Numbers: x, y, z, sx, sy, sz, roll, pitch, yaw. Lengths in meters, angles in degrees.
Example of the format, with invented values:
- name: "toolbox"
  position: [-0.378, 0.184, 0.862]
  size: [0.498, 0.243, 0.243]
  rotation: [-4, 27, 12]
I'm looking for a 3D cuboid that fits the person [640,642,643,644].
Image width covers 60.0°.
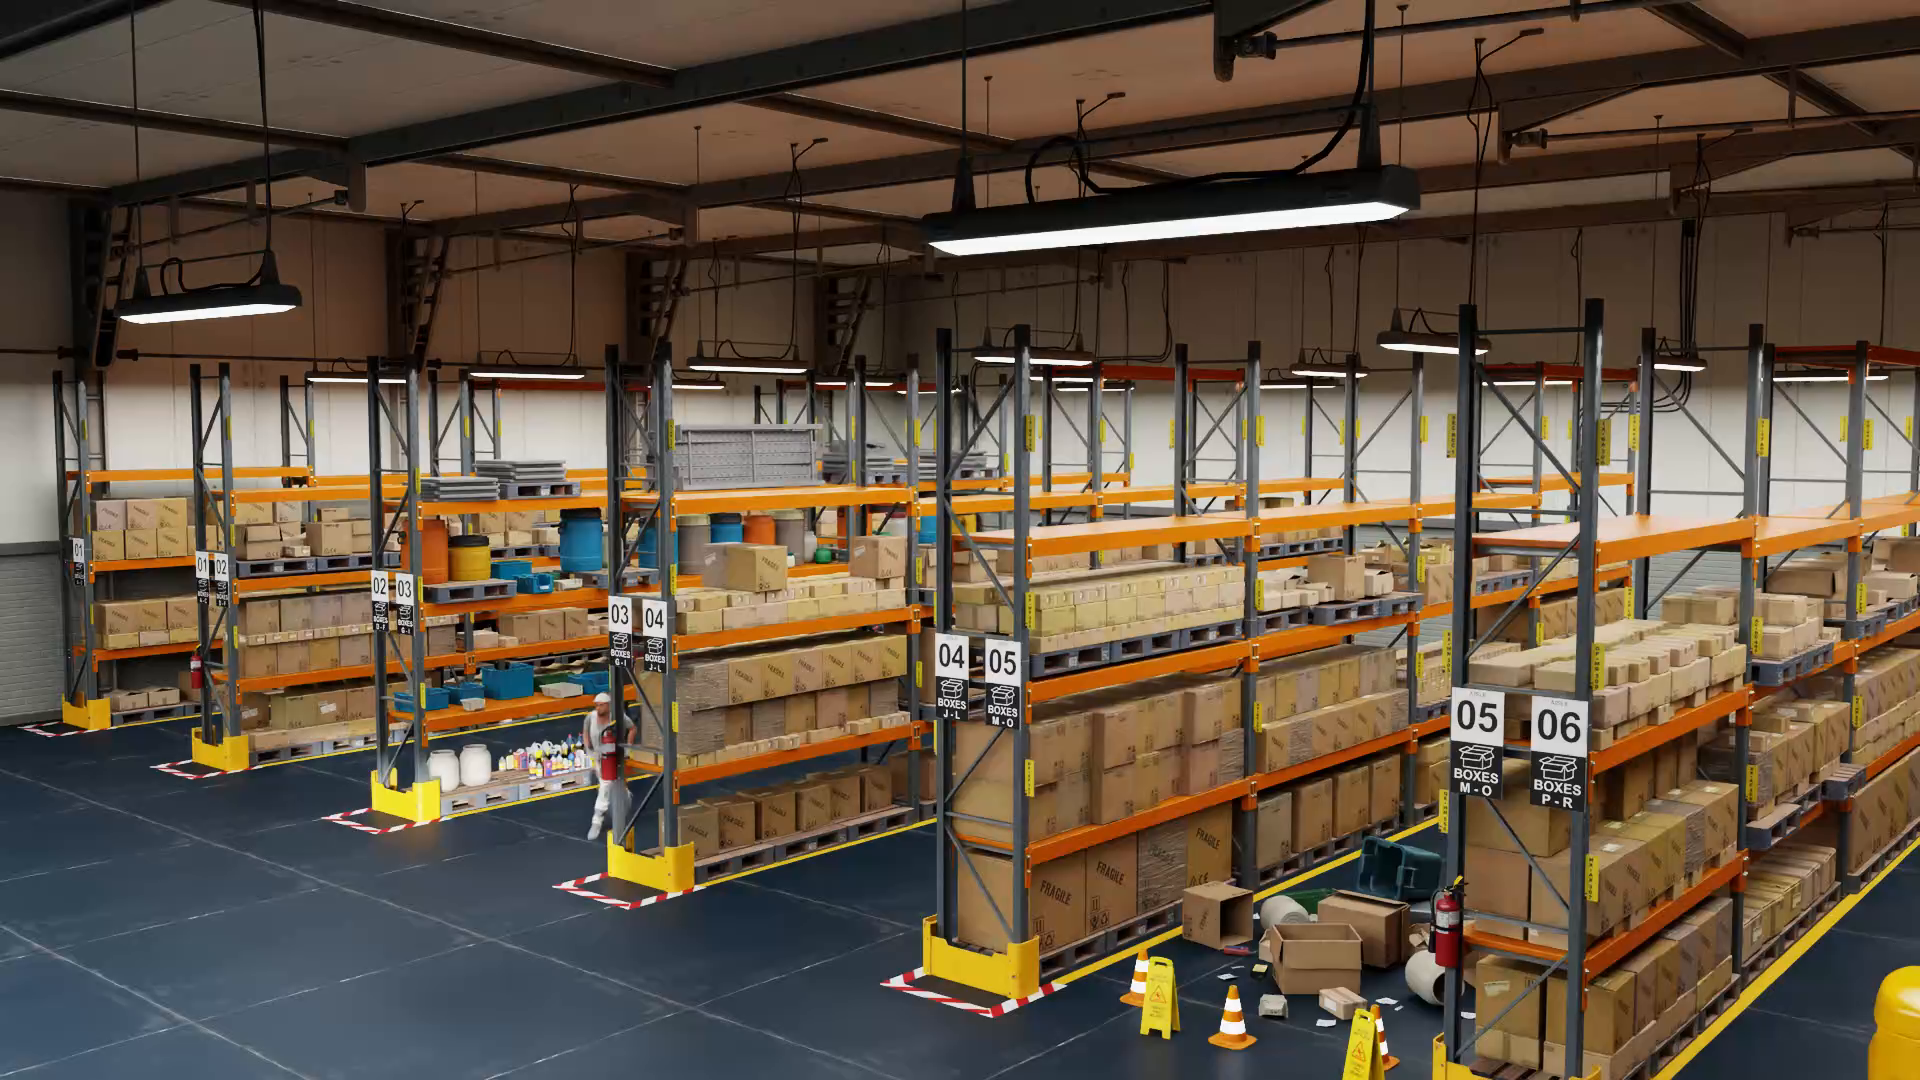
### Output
- name: "person"
  position: [-6.176, 1.932, 32.963]
  size: [0.680, 1.769, 1.014]
  rotation: [3, 5, 36]

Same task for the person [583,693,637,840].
- name: "person"
  position: [-4.416, 2.774, 20.981]
  size: [0.660, 1.774, 1.134]
  rotation: [1, 4, 18]
